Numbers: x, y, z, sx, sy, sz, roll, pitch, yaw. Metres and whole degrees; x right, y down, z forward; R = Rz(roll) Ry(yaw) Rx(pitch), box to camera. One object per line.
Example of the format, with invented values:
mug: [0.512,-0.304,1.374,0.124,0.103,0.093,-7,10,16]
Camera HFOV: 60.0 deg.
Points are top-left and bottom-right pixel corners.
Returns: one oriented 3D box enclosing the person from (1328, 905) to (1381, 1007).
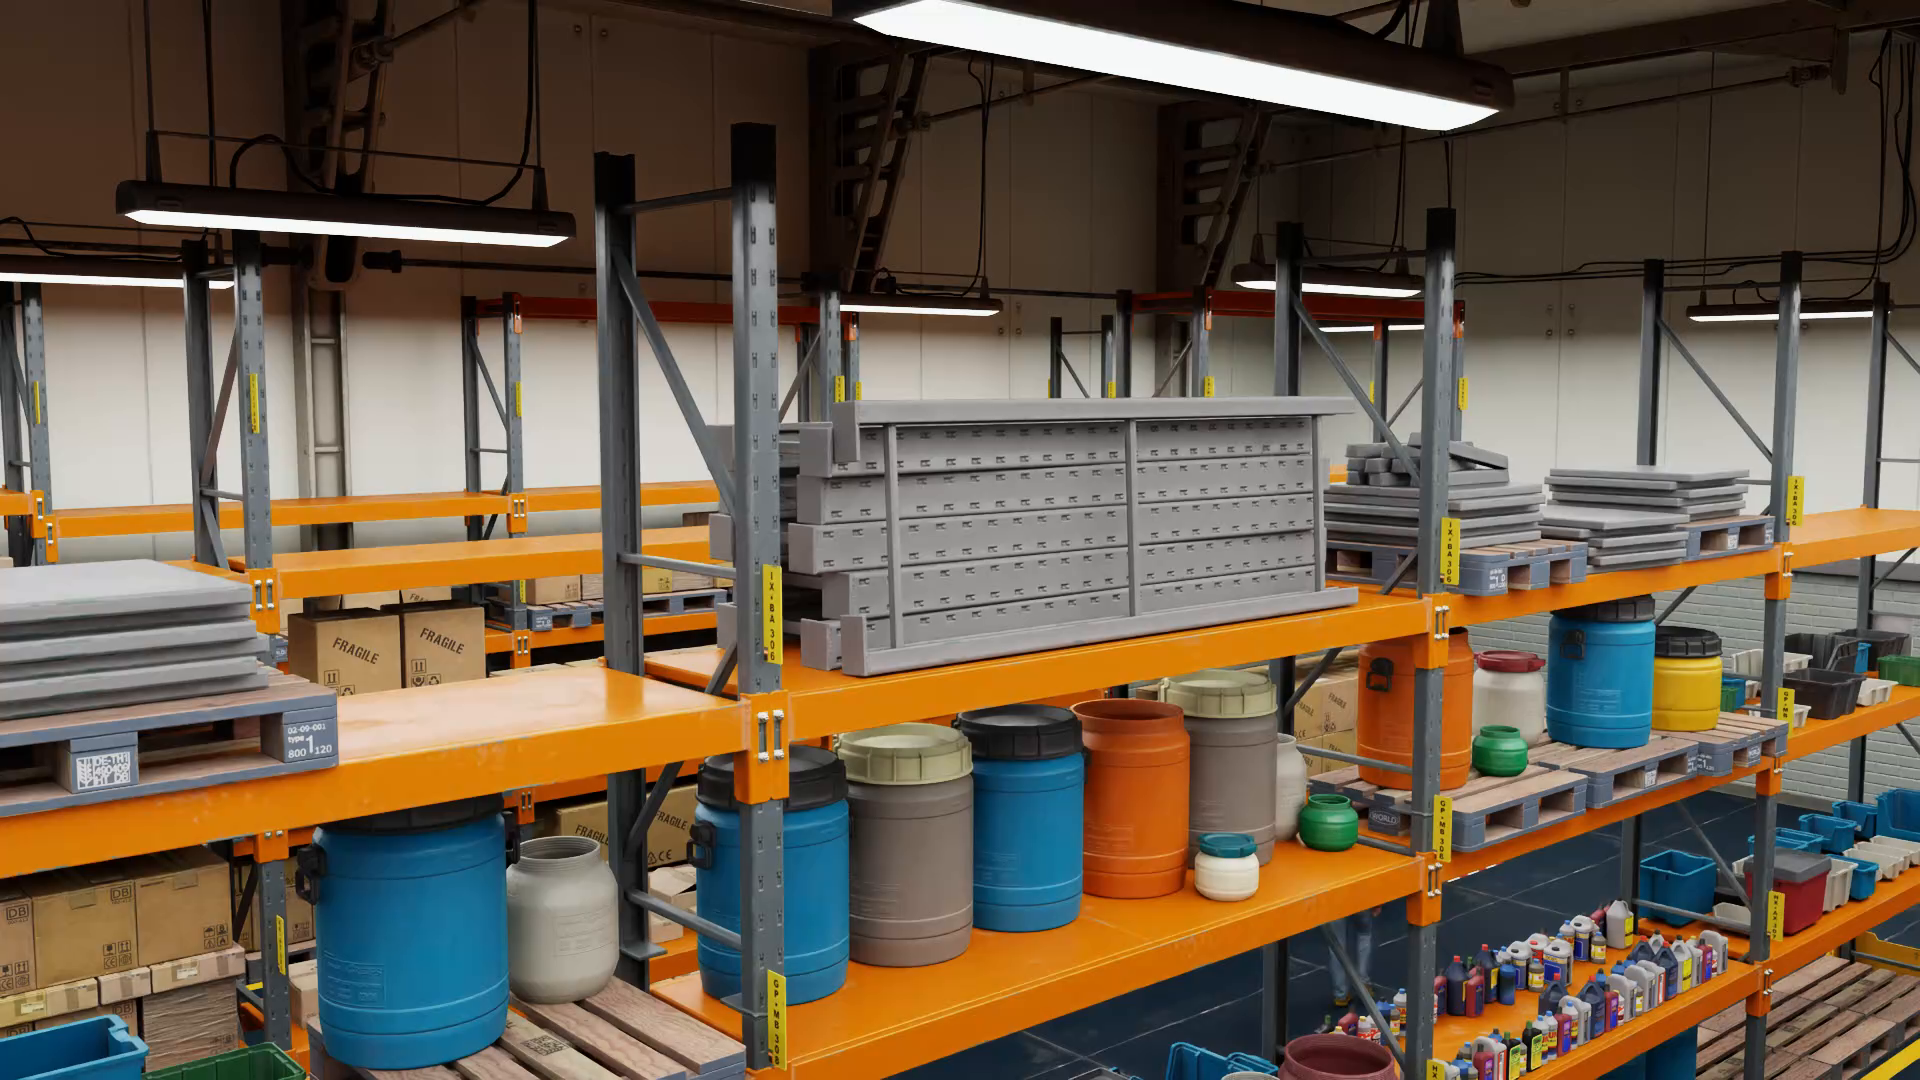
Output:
person: [3.223,2.993,13.854,0.626,1.817,0.500,1,5,9]
